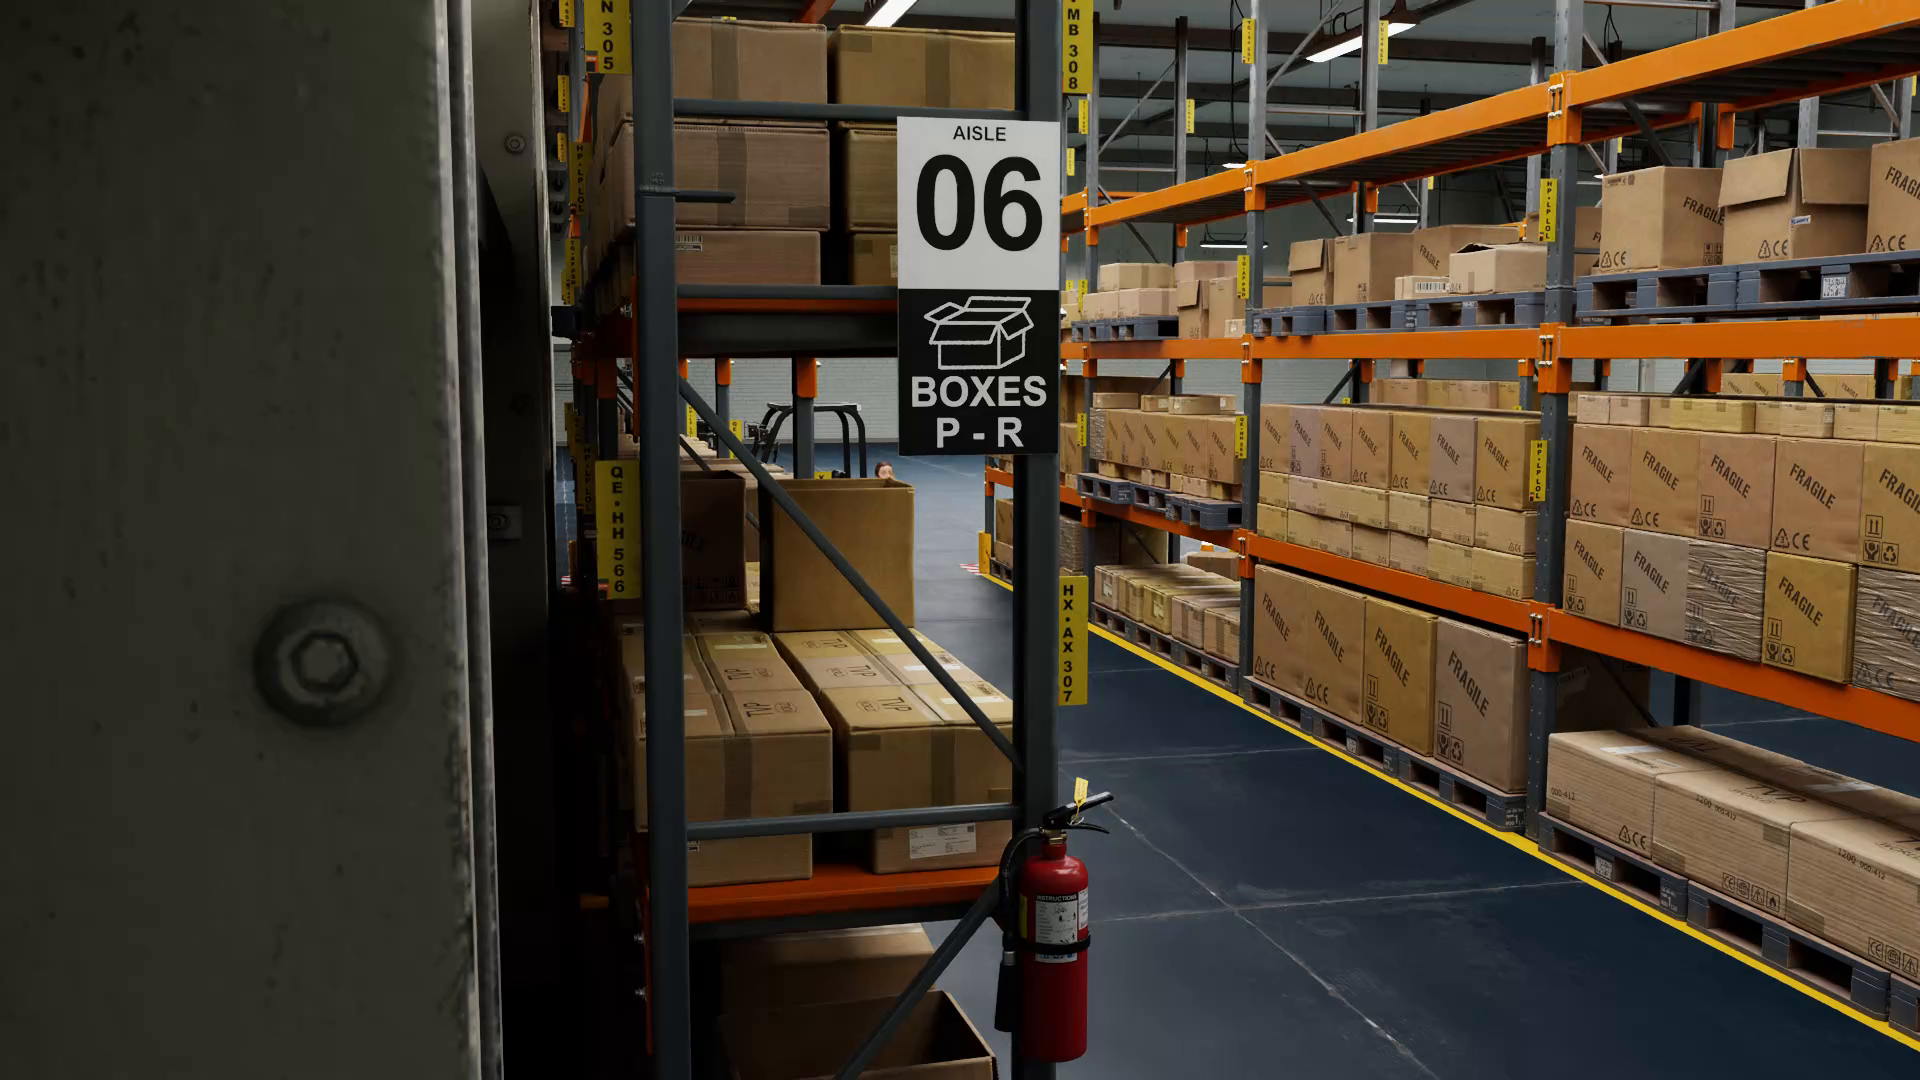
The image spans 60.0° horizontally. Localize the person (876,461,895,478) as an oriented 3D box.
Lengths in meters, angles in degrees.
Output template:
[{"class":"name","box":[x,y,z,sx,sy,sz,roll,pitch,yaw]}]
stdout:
[{"class":"person","box":[-0.717,0.099,15.722,0.464,1.677,0.525,0,6,-2]}]
